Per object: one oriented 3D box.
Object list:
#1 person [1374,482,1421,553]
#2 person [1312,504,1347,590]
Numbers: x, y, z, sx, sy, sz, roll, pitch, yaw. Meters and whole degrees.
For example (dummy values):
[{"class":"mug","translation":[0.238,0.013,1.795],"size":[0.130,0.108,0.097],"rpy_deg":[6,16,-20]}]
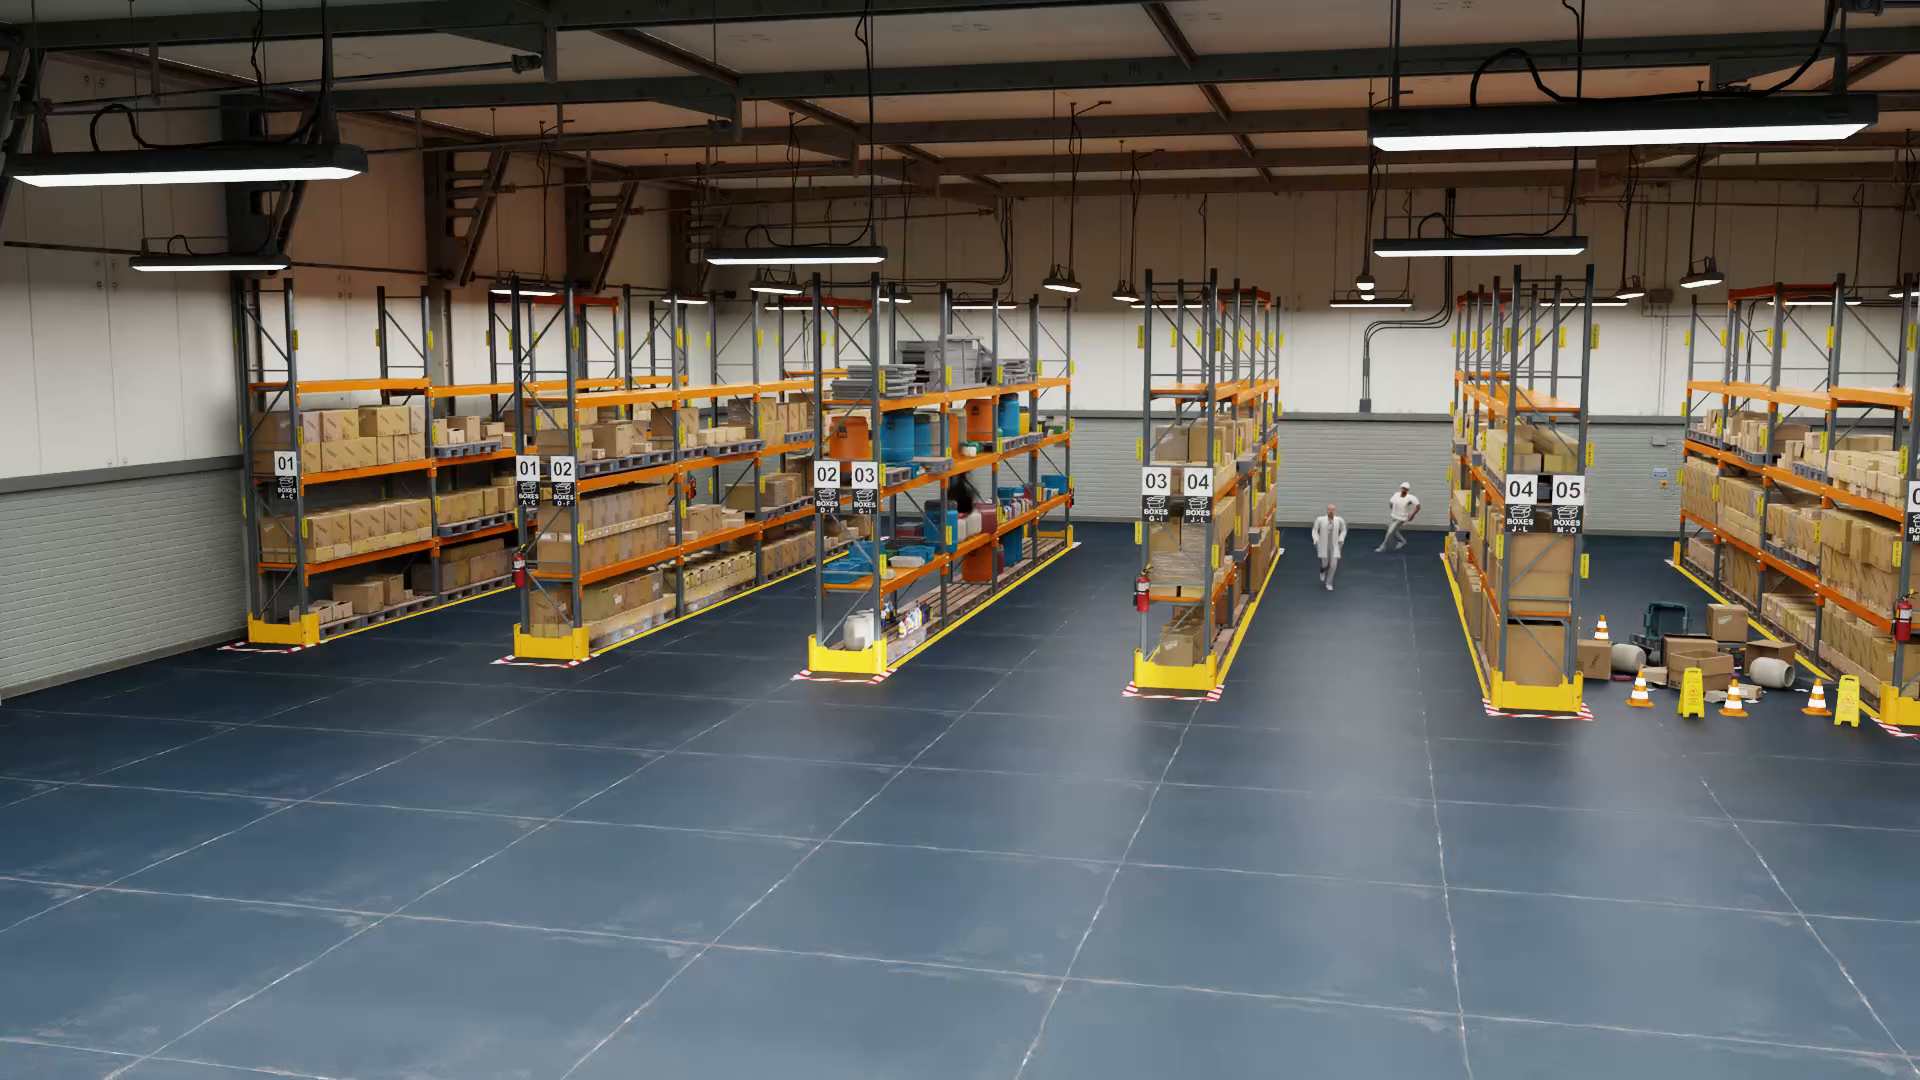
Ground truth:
[{"class":"person","translation":[10.331,-0.526,39.195],"size":[0.847,1.695,0.742],"rpy_deg":[-3,8,-26]},{"class":"person","translation":[7.464,0.126,33.627],"size":[0.694,1.730,0.671],"rpy_deg":[1,7,7]}]
